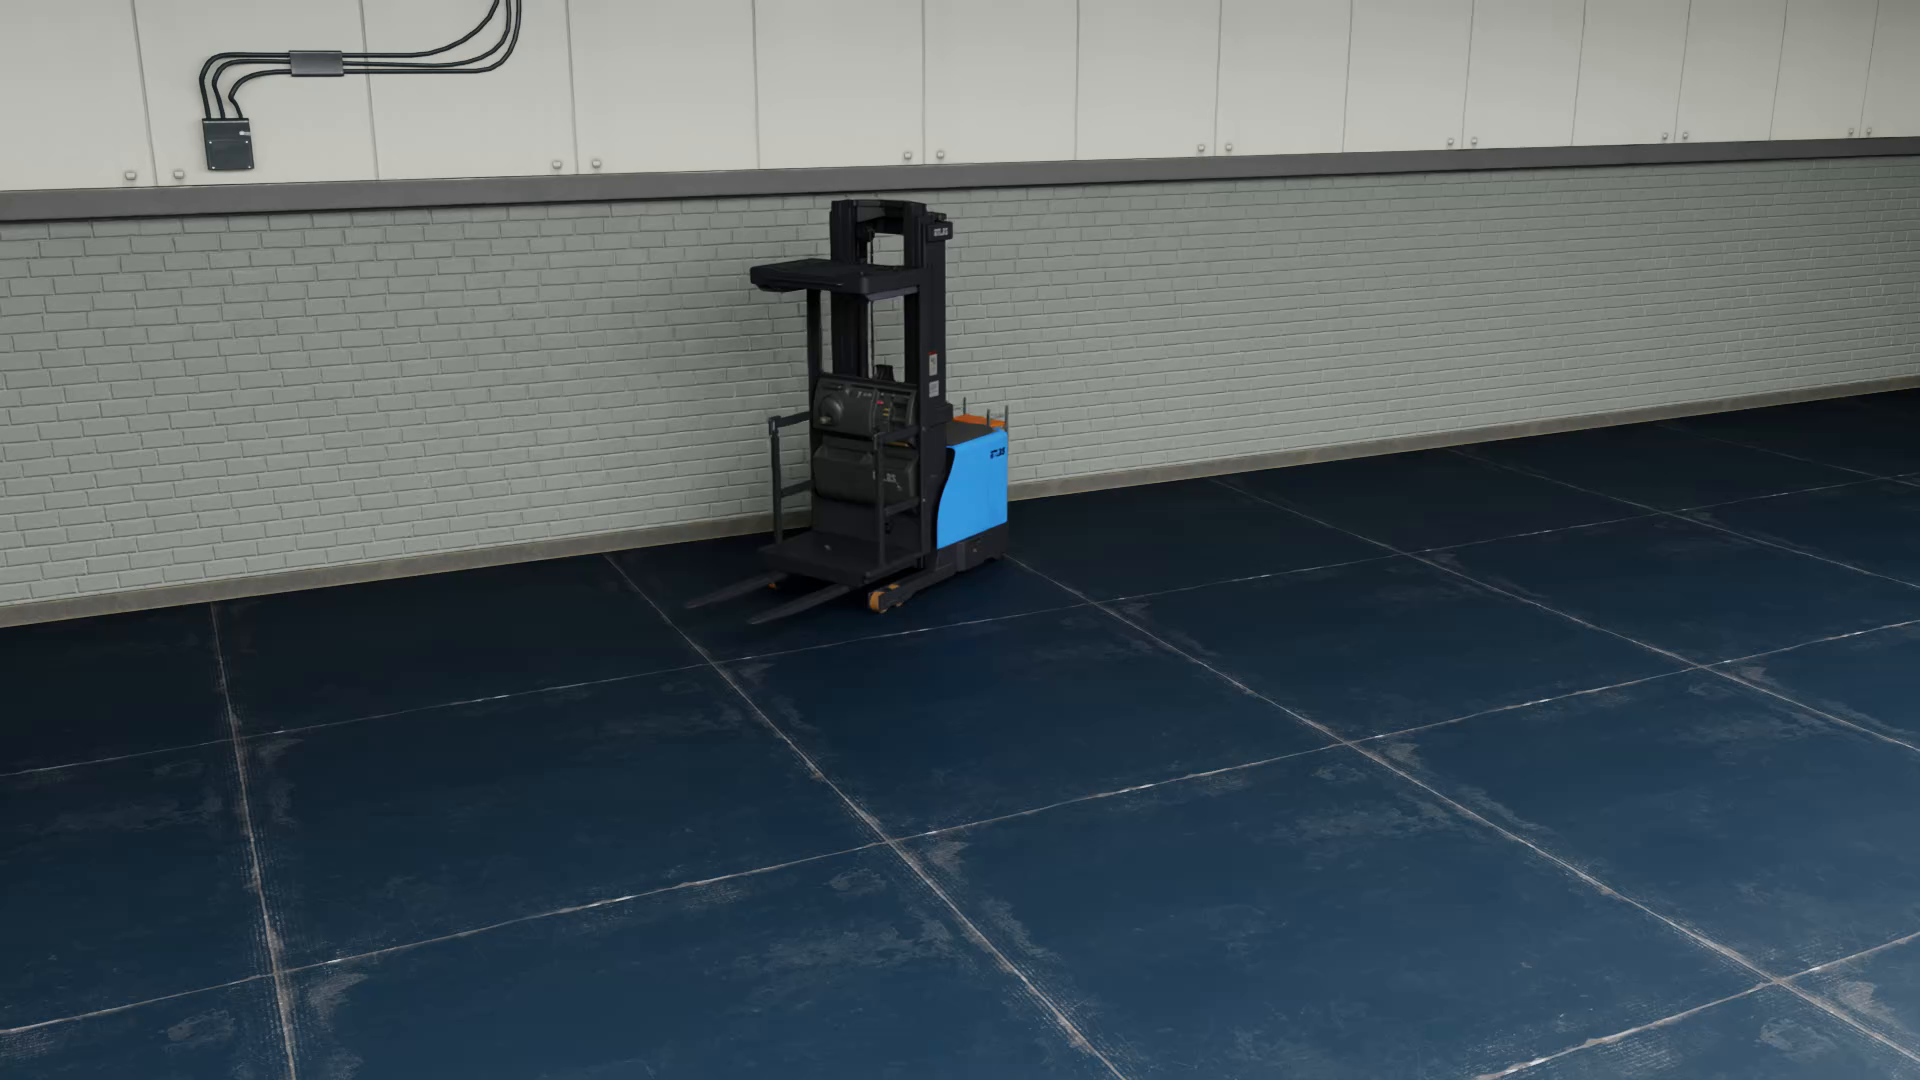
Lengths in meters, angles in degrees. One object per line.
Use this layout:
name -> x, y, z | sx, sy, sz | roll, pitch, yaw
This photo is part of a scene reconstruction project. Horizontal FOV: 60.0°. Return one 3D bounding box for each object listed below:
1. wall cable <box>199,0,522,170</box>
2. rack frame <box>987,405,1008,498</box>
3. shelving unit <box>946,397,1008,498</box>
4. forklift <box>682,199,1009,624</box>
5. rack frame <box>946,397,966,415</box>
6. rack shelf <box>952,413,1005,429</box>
wall cable -> -4.322, -5.664, 11.510 | 2.305, 6.003, 0.169 | -8, 18, -25
rack frame -> 0.312, -0.519, 13.886 | 0.015, 1.200, 0.240 | 15, 22, 42
shelving unit -> 0.137, -0.566, 14.049 | 0.503, 1.200, 0.258 | 15, 22, 42
forklift -> -0.846, -1.015, 12.474 | 1.130, 2.935, 3.031 | 11, 19, 33
rack frame -> -0.038, -0.613, 14.213 | 0.015, 1.200, 0.240 | 15, 22, 42
rack shelf -> 0.137, -0.944, 13.941 | 0.480, 0.148, 0.258 | 15, 22, 42
